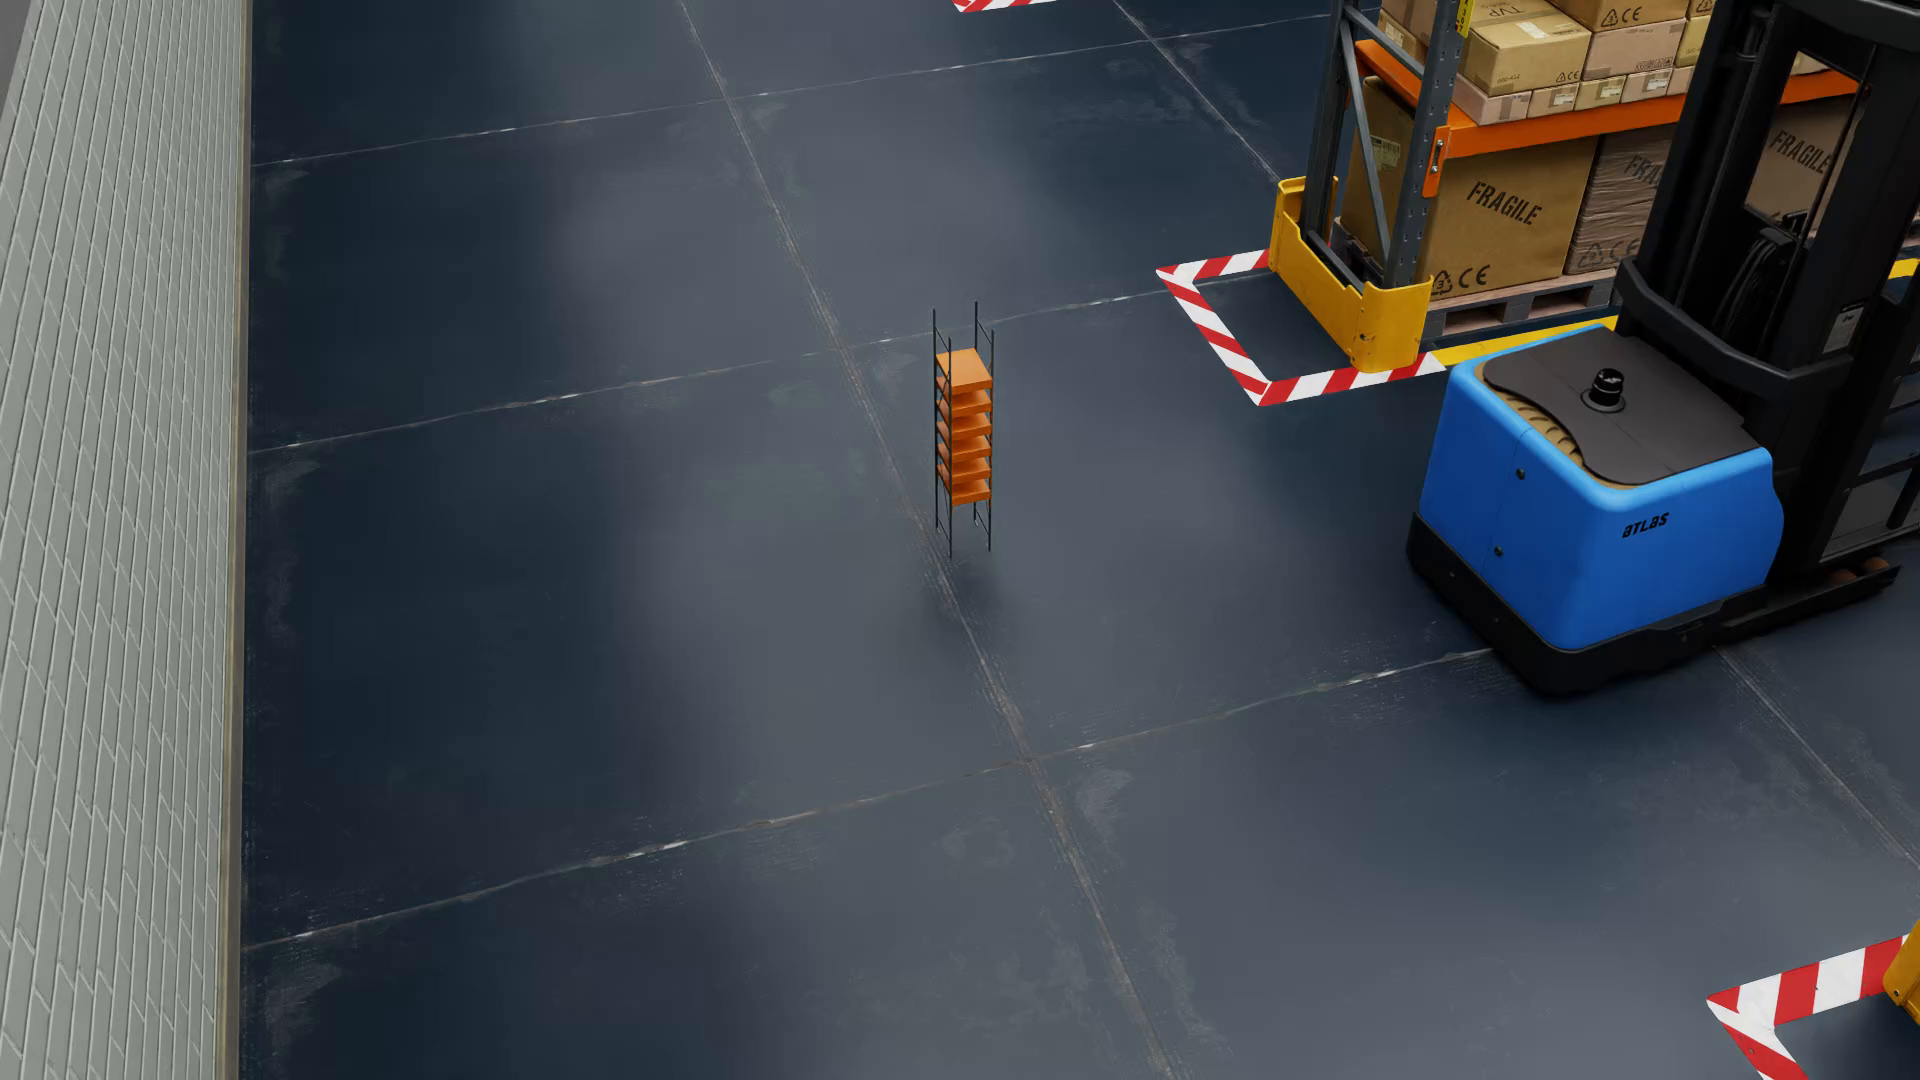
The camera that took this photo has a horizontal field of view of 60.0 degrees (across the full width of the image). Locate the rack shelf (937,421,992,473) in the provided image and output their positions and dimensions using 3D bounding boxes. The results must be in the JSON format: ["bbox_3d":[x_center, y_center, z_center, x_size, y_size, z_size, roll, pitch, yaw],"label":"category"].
[{"bbox_3d":[0.014,-0.421,7.237,0.180,0.103,0.258,-12,42,-13],"label":"rack shelf"}]

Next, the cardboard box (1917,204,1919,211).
[{"bbox_3d":[5.242,-2.451,9.421,0.875,0.875,0.875,-12,42,-13],"label":"cardboard box"}]

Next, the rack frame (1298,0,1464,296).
[{"bbox_3d":[2.080,-2.382,8.047,0.127,3.000,1.000,-12,42,-13],"label":"rack frame"}]

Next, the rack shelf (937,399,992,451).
[{"bbox_3d":[0.014,-0.512,7.158,0.180,0.103,0.258,-12,42,-13],"label":"rack shelf"}]

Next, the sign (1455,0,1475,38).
[{"bbox_3d":[2.241,-2.389,7.336,0.005,0.325,0.100,-12,42,-13],"label":"sign"}]

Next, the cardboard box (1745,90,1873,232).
[{"bbox_3d":[4.383,-2.273,9.217,0.875,0.875,0.875,-12,42,-13],"label":"cardboard box"}]

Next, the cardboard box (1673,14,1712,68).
[{"bbox_3d":[3.593,-2.567,8.146,0.500,0.250,0.500,-13,43,-14],"label":"cardboard box"}]

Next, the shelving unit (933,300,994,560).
[{"bbox_3d":[0.014,-0.455,7.208,0.189,1.200,0.258,-12,42,-13],"label":"shelving unit"}]

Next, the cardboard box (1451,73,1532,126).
[{"bbox_3d":[2.518,-2.151,7.973,0.250,0.149,0.380,-11,42,-13],"label":"cardboard box"}]

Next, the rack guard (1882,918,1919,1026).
[{"bbox_3d":[3.549,1.680,5.297,0.348,0.500,1.175,-12,42,-13],"label":"rack guard"}]

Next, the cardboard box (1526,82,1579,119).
[{"bbox_3d":[2.762,-2.203,8.032,0.250,0.149,0.380,-12,43,-14],"label":"cardboard box"}]

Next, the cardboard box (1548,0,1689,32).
[{"bbox_3d":[3.096,-2.745,7.779,0.500,0.500,0.500,-13,43,-14],"label":"cardboard box"}]

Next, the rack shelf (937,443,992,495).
[{"bbox_3d":[0.014,-0.331,7.316,0.180,0.103,0.258,-12,42,-13],"label":"rack shelf"}]

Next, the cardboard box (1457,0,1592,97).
[{"bbox_3d":[2.619,-2.363,7.913,0.500,0.250,0.500,-13,43,-14],"label":"cardboard box"}]

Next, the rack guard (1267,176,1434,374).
[{"bbox_3d":[2.057,-1.436,8.864,0.348,0.500,1.175,-12,42,-13],"label":"rack guard"}]

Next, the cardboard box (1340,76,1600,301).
[{"bbox_3d":[2.666,-1.917,8.810,0.875,0.875,0.875,-12,42,-13],"label":"cardboard box"}]

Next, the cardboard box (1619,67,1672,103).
[{"bbox_3d":[3.254,-2.306,8.150,0.250,0.149,0.380,-12,43,-14],"label":"cardboard box"}]

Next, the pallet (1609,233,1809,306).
[{"bbox_3d":[3.981,-1.778,9.474,1.213,0.211,1.003,-12,42,-13],"label":"pallet"}]

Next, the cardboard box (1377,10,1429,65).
[{"bbox_3d":[2.321,-2.565,8.446,0.250,0.149,0.380,-11,42,-12],"label":"cardboard box"}]

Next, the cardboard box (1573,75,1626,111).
[{"bbox_3d":[3.006,-2.253,8.090,0.250,0.149,0.380,-13,43,-14],"label":"cardboard box"}]

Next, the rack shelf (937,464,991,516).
[{"bbox_3d":[0.014,-0.241,7.395,0.180,0.103,0.258,-12,42,-13],"label":"rack shelf"}]

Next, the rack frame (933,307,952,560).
[{"bbox_3d":[-0.073,-0.437,7.187,0.006,1.200,0.240,-12,42,-13],"label":"rack frame"}]

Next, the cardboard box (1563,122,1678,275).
[{"bbox_3d":[3.534,-2.097,9.016,0.875,0.875,0.875,-12,42,-13],"label":"cardboard box"}]

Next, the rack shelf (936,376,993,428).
[{"bbox_3d":[0.014,-0.602,7.079,0.180,0.103,0.258,-12,42,-13],"label":"rack shelf"}]

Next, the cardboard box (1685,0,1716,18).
[{"bbox_3d":[3.588,-2.851,7.901,0.500,0.500,0.500,-13,43,-14],"label":"cardboard box"}]

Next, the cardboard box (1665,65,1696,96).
[{"bbox_3d":[3.497,-2.355,8.206,0.250,0.149,0.380,-12,43,-14],"label":"cardboard box"}]

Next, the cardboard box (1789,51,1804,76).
[{"bbox_3d":[3.984,-2.456,8.322,0.250,0.149,0.380,-13,43,-14],"label":"cardboard box"}]

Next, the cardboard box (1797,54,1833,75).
[{"bbox_3d":[4.234,-2.509,8.382,0.250,0.149,0.380,-11,42,-12],"label":"cardboard box"}]

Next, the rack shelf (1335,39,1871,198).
[{"bbox_3d":[3.988,-2.507,8.736,4.000,0.370,1.077,-12,42,-13],"label":"rack shelf"}]

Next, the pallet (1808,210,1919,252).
[{"bbox_3d":[5.146,-2.022,9.753,1.213,0.211,1.003,-12,42,-13],"label":"pallet"}]

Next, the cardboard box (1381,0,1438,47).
[{"bbox_3d":[2.462,-2.700,8.298,0.500,0.250,0.500,-12,43,-14],"label":"cardboard box"}]

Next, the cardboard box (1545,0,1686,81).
[{"bbox_3d":[3.113,-2.470,8.035,0.500,0.250,0.500,-12,43,-14],"label":"cardboard box"}]

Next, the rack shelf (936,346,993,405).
[{"bbox_3d":[0.014,-0.692,7.000,0.180,0.103,0.258,-12,42,-13],"label":"rack shelf"}]

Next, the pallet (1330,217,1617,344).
[{"bbox_3d":[2.819,-1.539,9.201,1.213,0.211,1.003,-12,42,-13],"label":"pallet"}]

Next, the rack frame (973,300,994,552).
[{"bbox_3d":[0.101,-0.473,7.229,0.006,1.200,0.240,-12,42,-13],"label":"rack frame"}]

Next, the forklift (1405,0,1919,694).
[{"bbox_3d":[3.553,-1.116,6.650,3.031,2.935,1.130,-16,44,-18],"label":"forklift"}]
